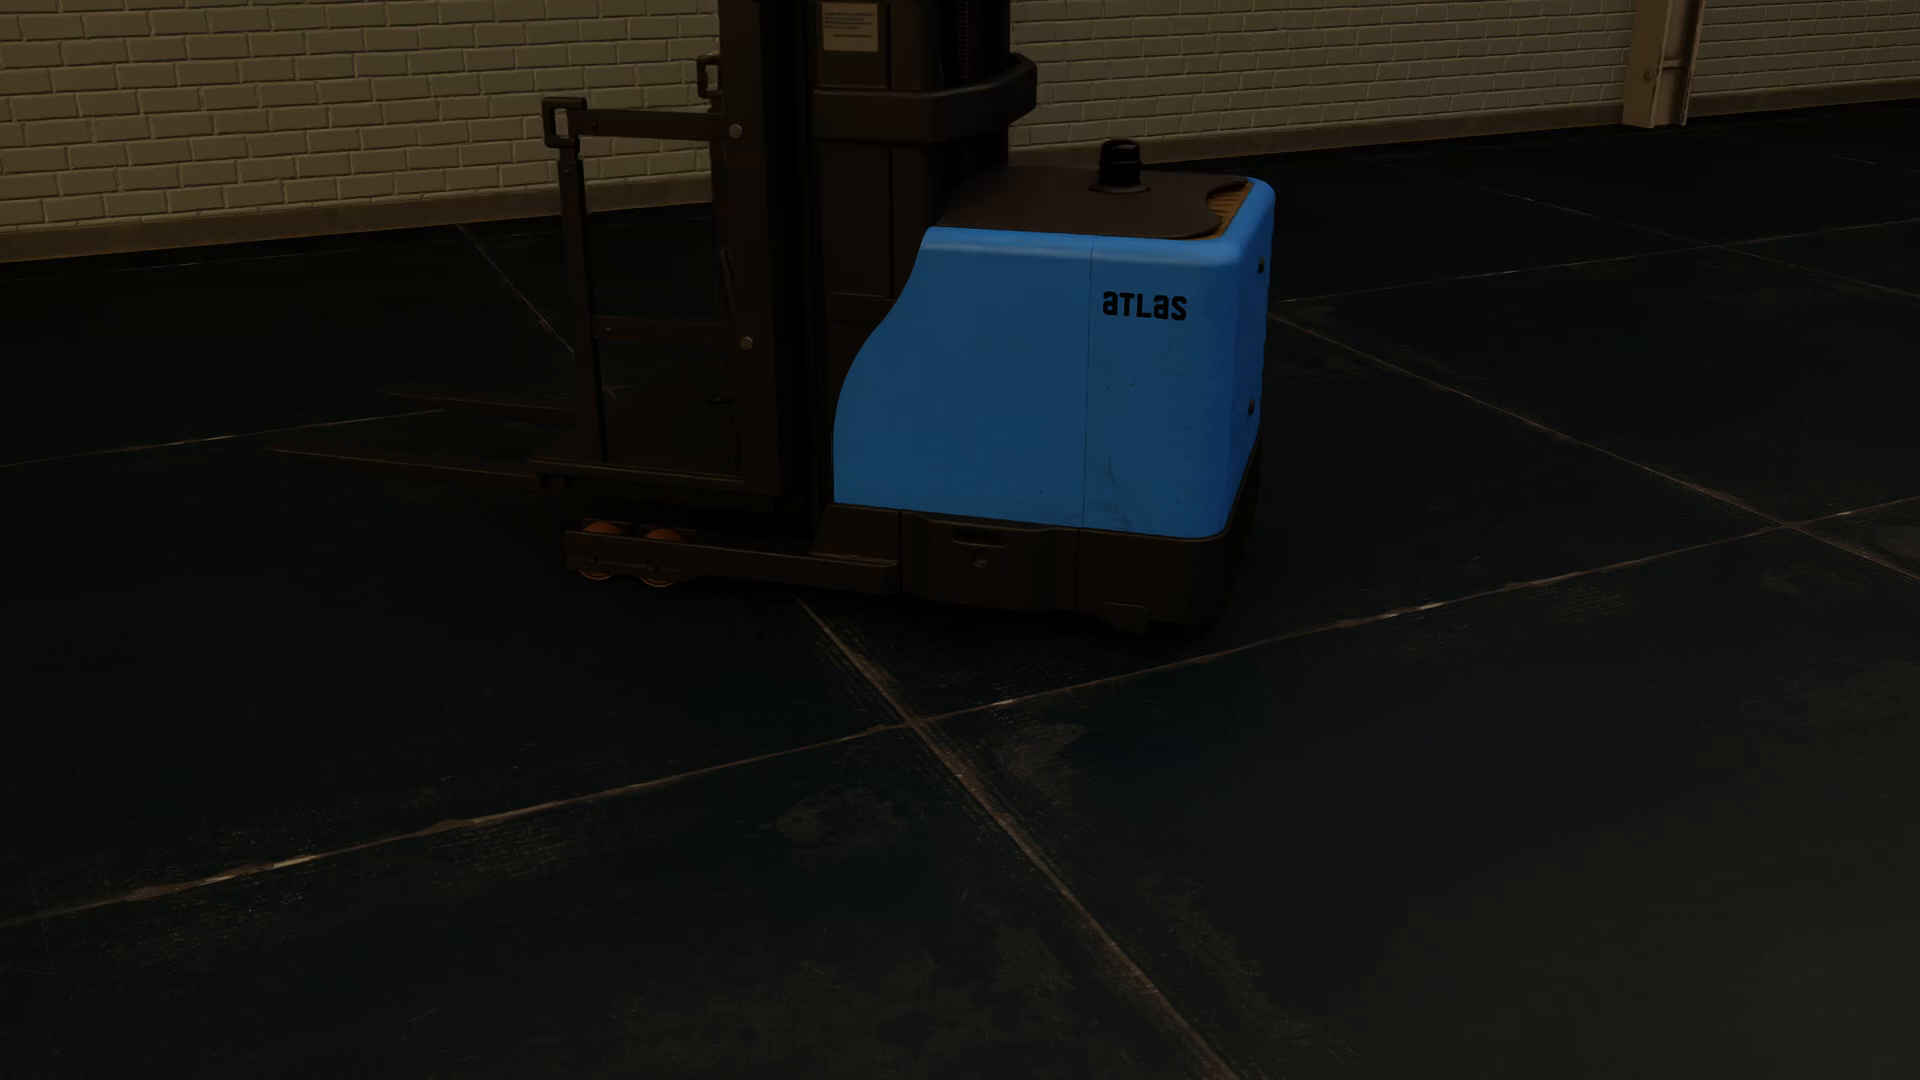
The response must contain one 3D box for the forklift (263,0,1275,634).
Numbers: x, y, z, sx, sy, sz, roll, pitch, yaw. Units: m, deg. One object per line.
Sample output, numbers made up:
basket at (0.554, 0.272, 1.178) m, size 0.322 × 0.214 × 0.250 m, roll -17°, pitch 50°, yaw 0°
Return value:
forklift at (-0.643, -1.403, 4.665) m, size 3.031 × 2.935 × 1.130 m, roll 6°, pitch 23°, yaw 14°
